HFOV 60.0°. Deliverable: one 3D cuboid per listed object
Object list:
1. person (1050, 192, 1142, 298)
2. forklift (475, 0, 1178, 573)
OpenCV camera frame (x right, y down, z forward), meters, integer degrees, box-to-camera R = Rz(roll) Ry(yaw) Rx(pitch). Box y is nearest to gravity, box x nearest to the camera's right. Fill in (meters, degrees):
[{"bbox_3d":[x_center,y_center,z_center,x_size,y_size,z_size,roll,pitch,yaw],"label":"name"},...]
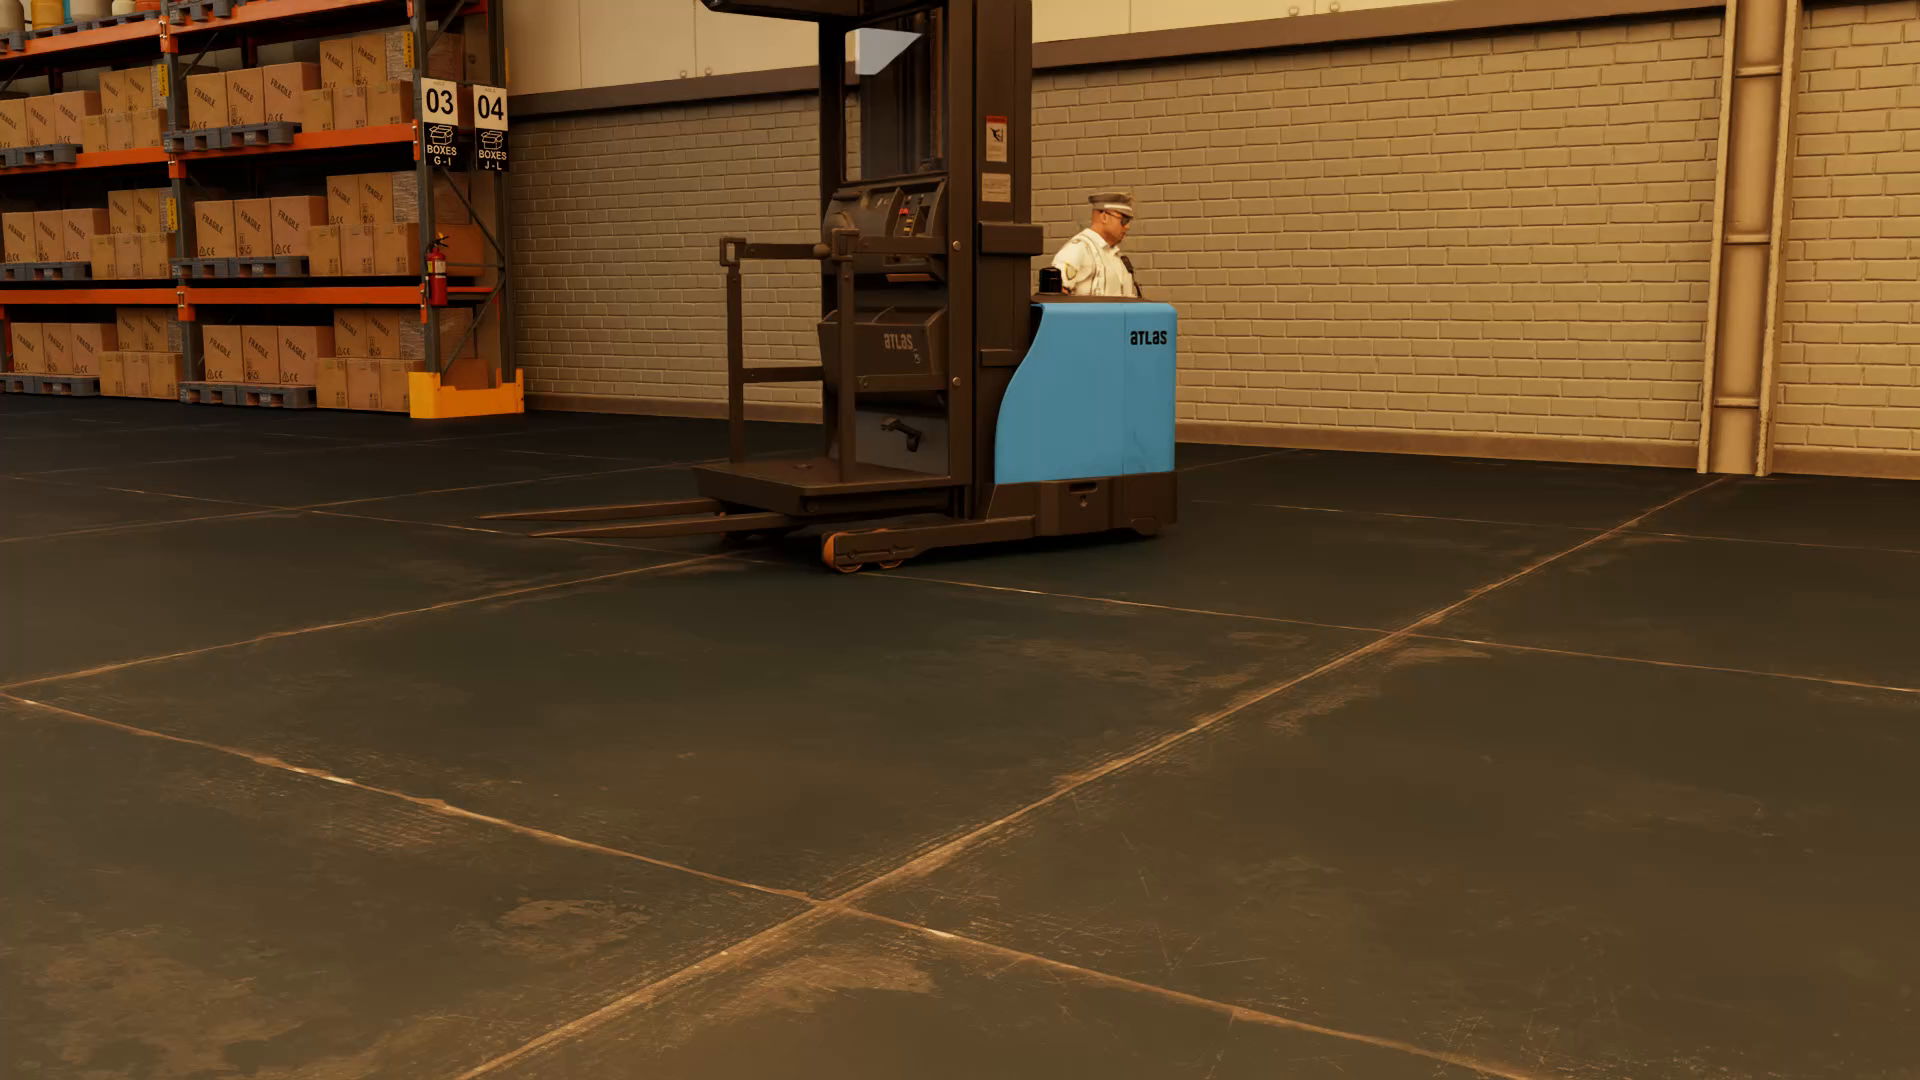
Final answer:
[{"bbox_3d":[0.680,-1.030,8.968,0.505,1.671,0.897,7,11,40],"label":"person"},{"bbox_3d":[-0.507,-1.403,7.061,3.031,2.935,1.130,-5,10,-33],"label":"forklift"}]
